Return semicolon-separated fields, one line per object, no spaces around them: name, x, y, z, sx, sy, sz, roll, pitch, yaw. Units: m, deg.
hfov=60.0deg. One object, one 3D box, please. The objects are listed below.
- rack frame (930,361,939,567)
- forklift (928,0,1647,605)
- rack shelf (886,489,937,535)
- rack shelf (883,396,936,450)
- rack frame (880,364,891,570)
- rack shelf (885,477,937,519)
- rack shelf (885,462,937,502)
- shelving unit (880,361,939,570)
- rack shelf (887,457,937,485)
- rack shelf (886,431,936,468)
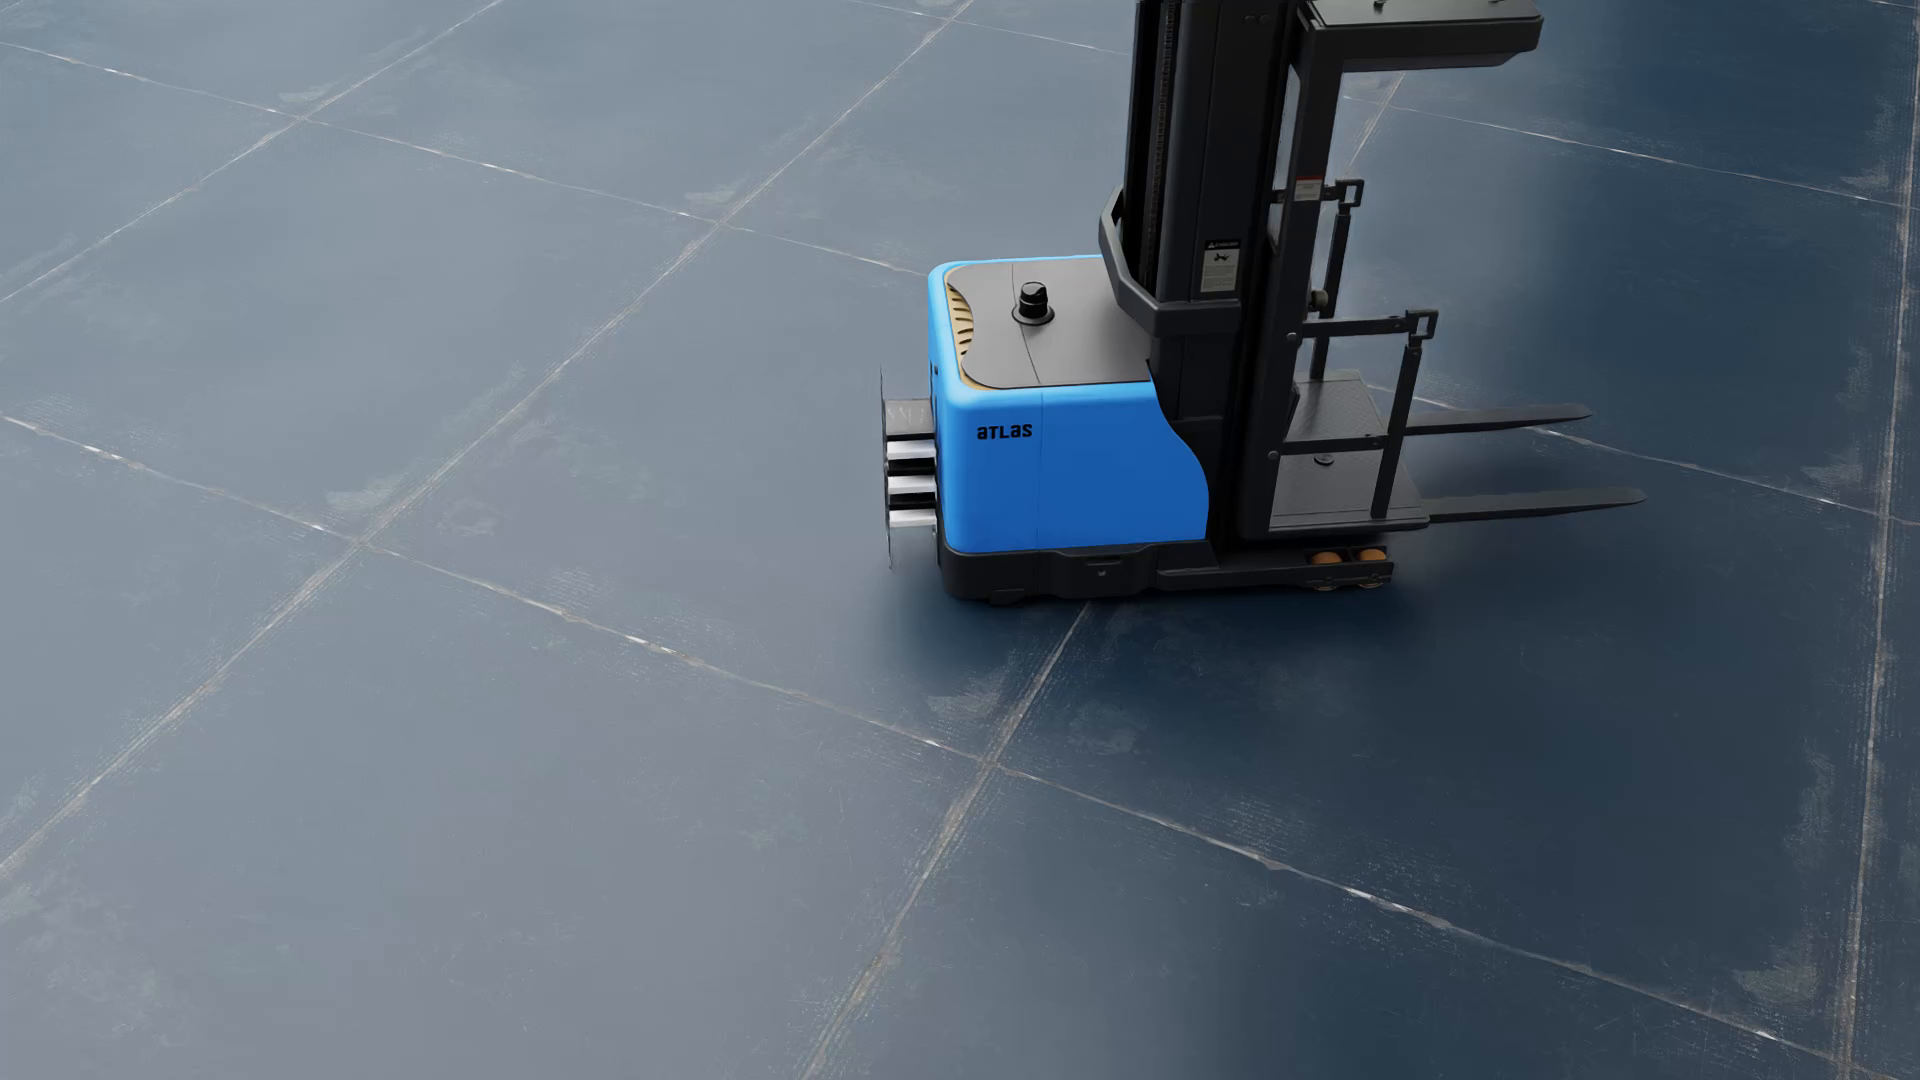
rack frame;-0.106;-0.303;6.913;0.006;0.900;0.240;-4;41;-4
forklift;1.401;-1.237;6.439;3.031;2.935;1.130;-4;41;-4
rack shelf;-0.207;-0.135;7.045;0.200;0.077;0.258;-4;41;-4
rack shelf;-0.207;-0.476;6.750;0.200;0.077;0.258;-4;41;-4
rack frame;-0.308;-0.290;6.898;0.006;0.900;0.240;-4;41;-4
rack shelf;-0.207;-0.203;6.986;0.200;0.077;0.258;-4;41;-4
rack shelf;-0.207;-0.271;6.927;0.200;0.077;0.258;-4;41;-4
shelving unit;-0.207;-0.297;6.905;0.210;0.900;0.258;-4;41;-4
rack shelf;-0.207;-0.339;6.868;0.200;0.077;0.258;-4;41;-4
rack shelf;-0.207;-0.407;6.809;0.200;0.077;0.258;-4;41;-4
